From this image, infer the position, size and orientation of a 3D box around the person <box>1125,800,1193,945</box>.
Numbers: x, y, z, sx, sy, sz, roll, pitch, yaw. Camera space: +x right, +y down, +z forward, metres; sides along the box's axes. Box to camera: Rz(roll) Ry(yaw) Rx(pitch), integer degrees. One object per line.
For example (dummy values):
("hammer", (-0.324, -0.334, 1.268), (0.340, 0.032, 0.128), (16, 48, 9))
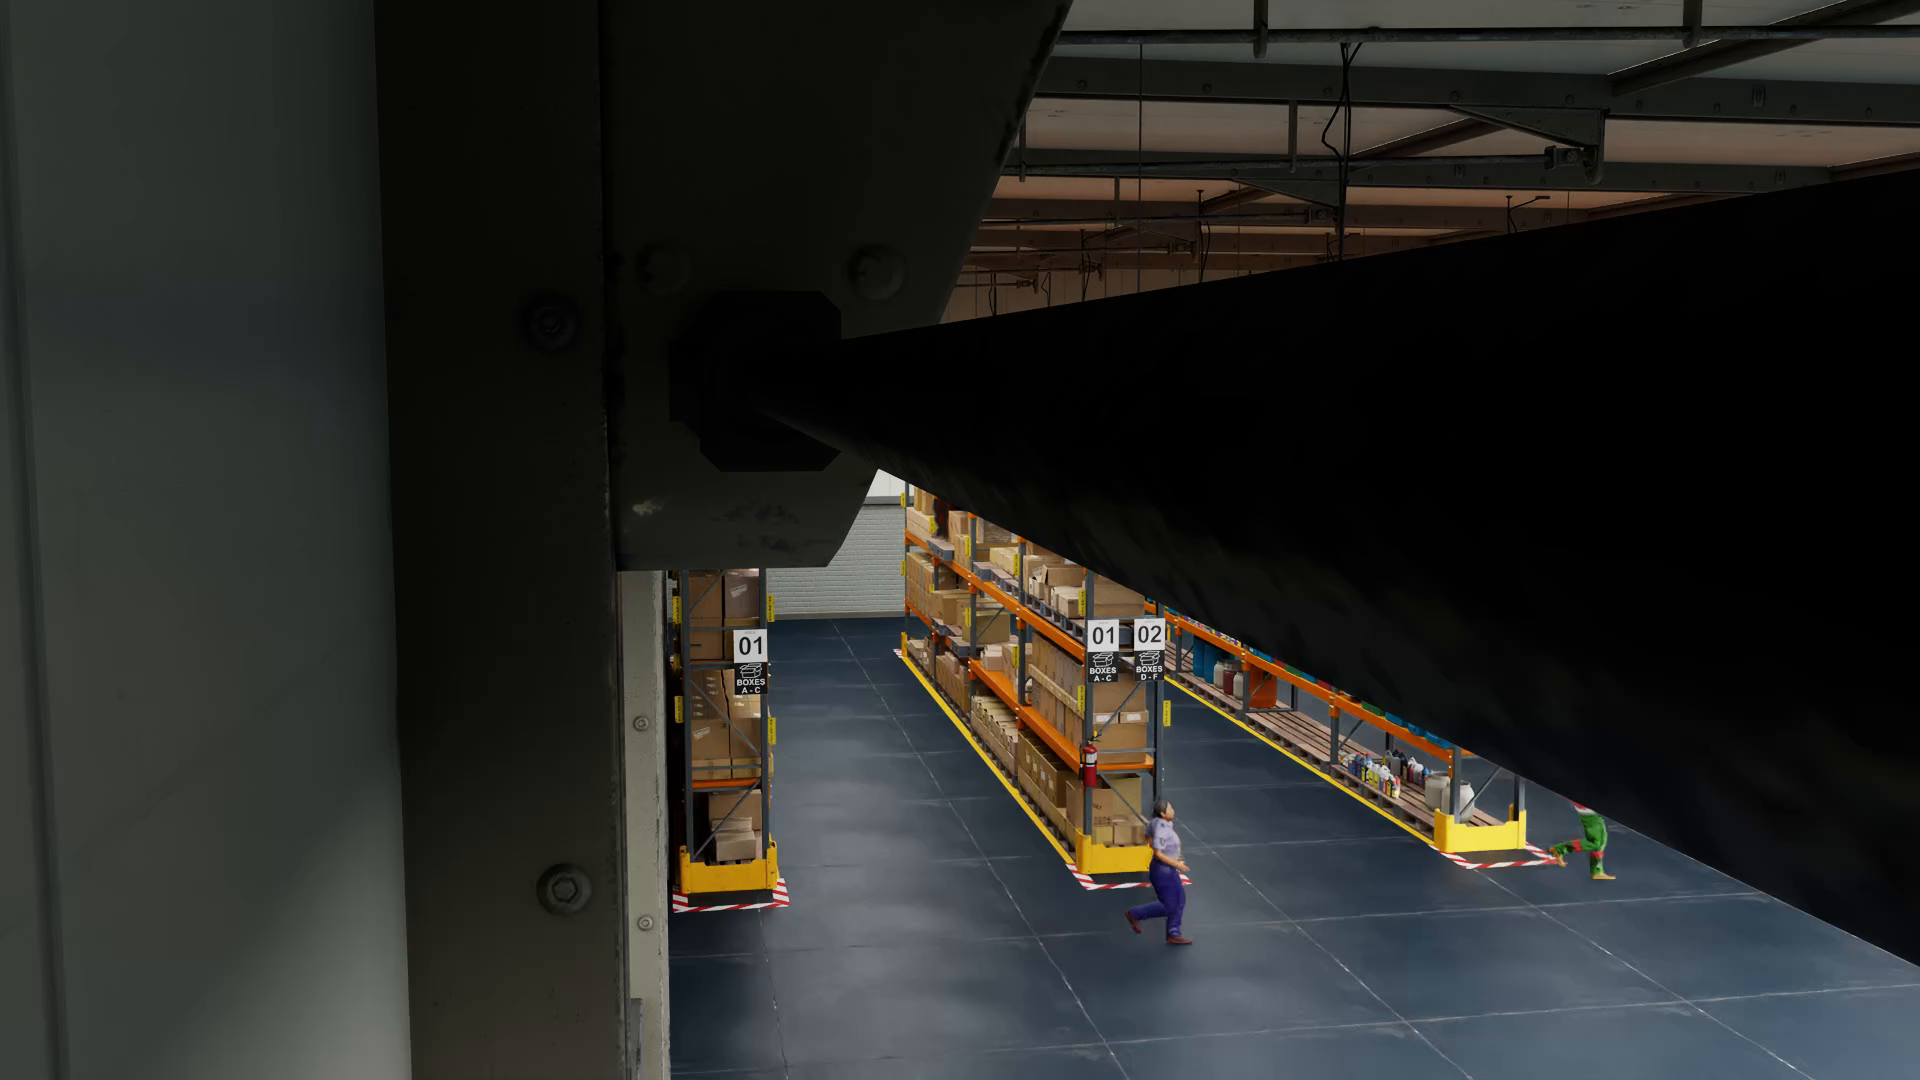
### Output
("person", (2.187, 3.649, 18.263), (0.754, 1.628, 0.611), (0, 6, 4))

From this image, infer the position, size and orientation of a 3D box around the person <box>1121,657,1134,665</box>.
("person", (2.889, 2.439, 29.106), (0.637, 1.834, 0.756), (-1, 6, -12))

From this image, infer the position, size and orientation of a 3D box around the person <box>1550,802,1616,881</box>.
("person", (7.712, 3.338, 20.537), (0.809, 1.763, 0.669), (1, 6, 10))
